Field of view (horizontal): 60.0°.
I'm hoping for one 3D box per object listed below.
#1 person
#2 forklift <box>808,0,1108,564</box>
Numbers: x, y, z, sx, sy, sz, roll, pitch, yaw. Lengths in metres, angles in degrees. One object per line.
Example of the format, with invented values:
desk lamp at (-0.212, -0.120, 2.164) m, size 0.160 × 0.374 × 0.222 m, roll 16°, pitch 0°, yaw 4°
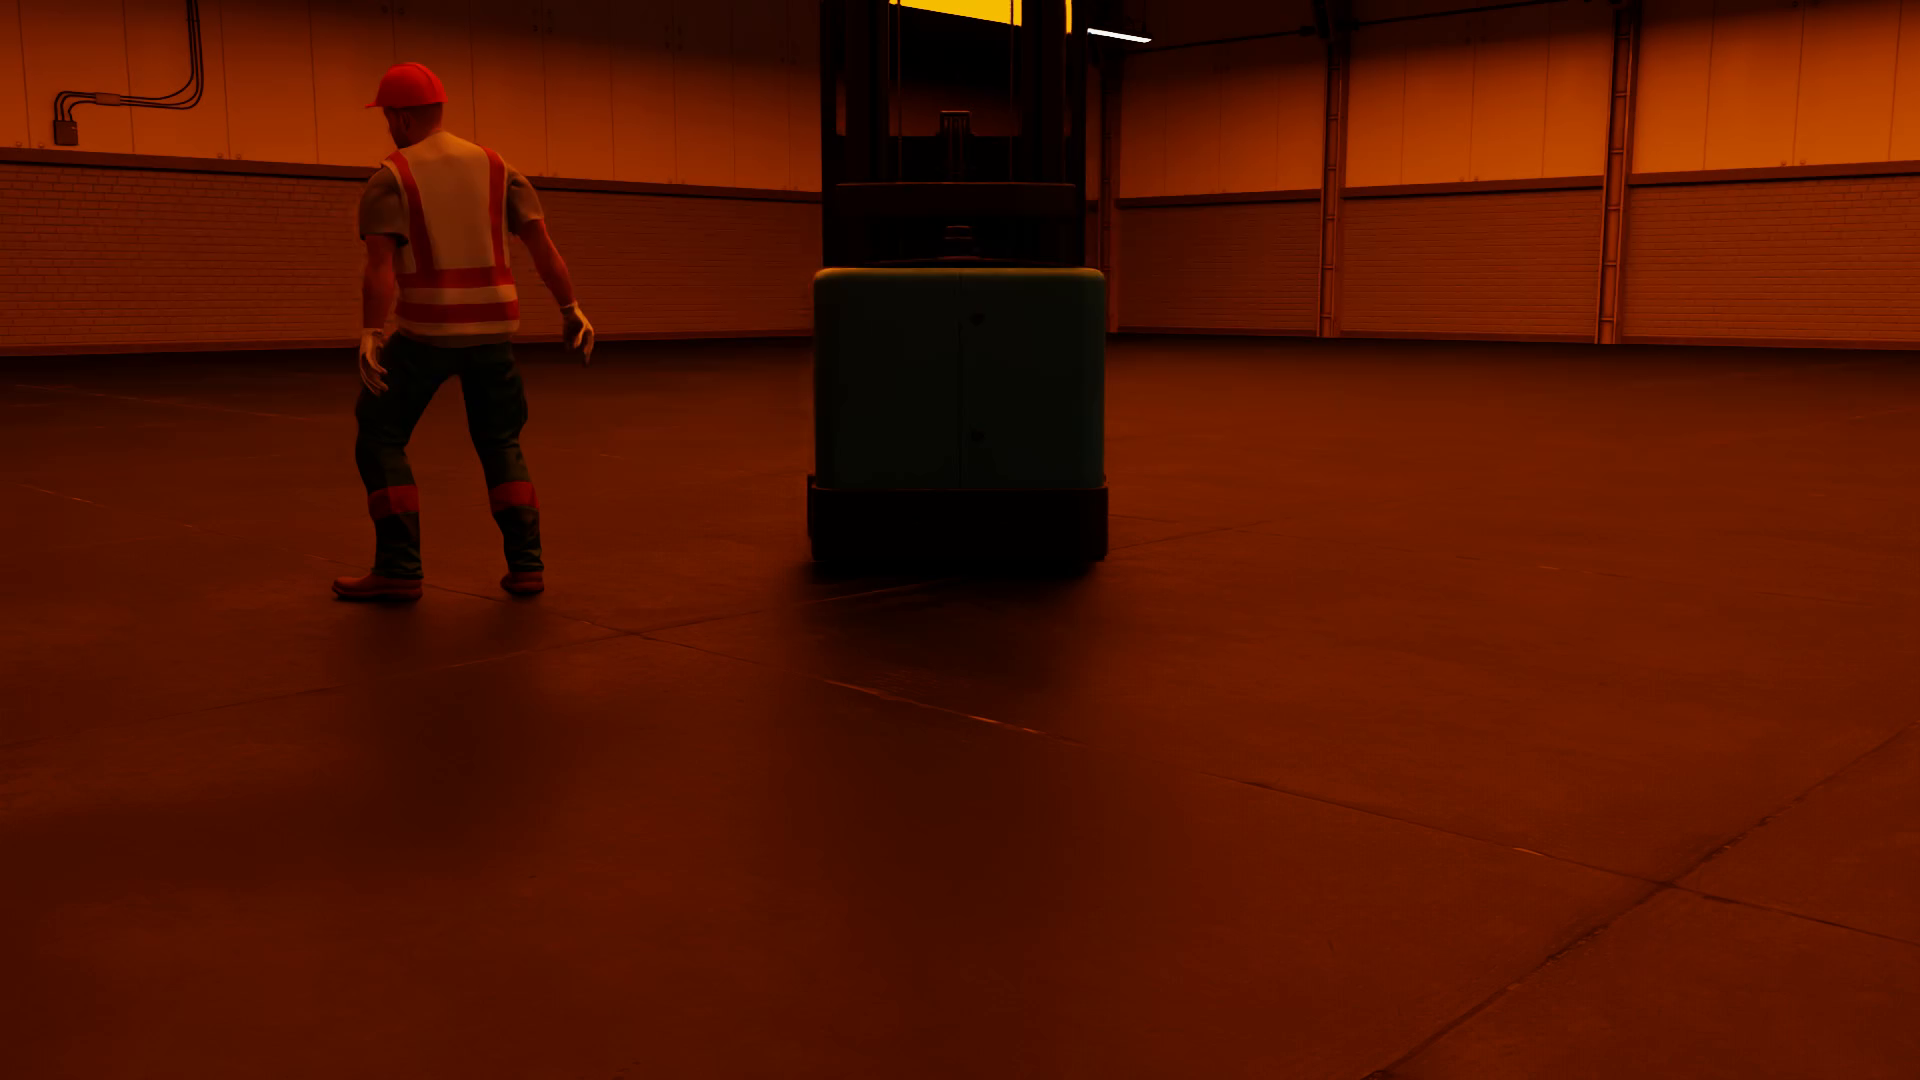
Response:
person at (-1.654, -0.679, 5.511) m, size 0.868 × 1.749 × 0.464 m, roll -6°, pitch 11°, yaw -36°
forklift at (-0.032, -1.542, 7.114) m, size 1.130 × 2.935 × 3.031 m, roll 0°, pitch 9°, yaw -1°
